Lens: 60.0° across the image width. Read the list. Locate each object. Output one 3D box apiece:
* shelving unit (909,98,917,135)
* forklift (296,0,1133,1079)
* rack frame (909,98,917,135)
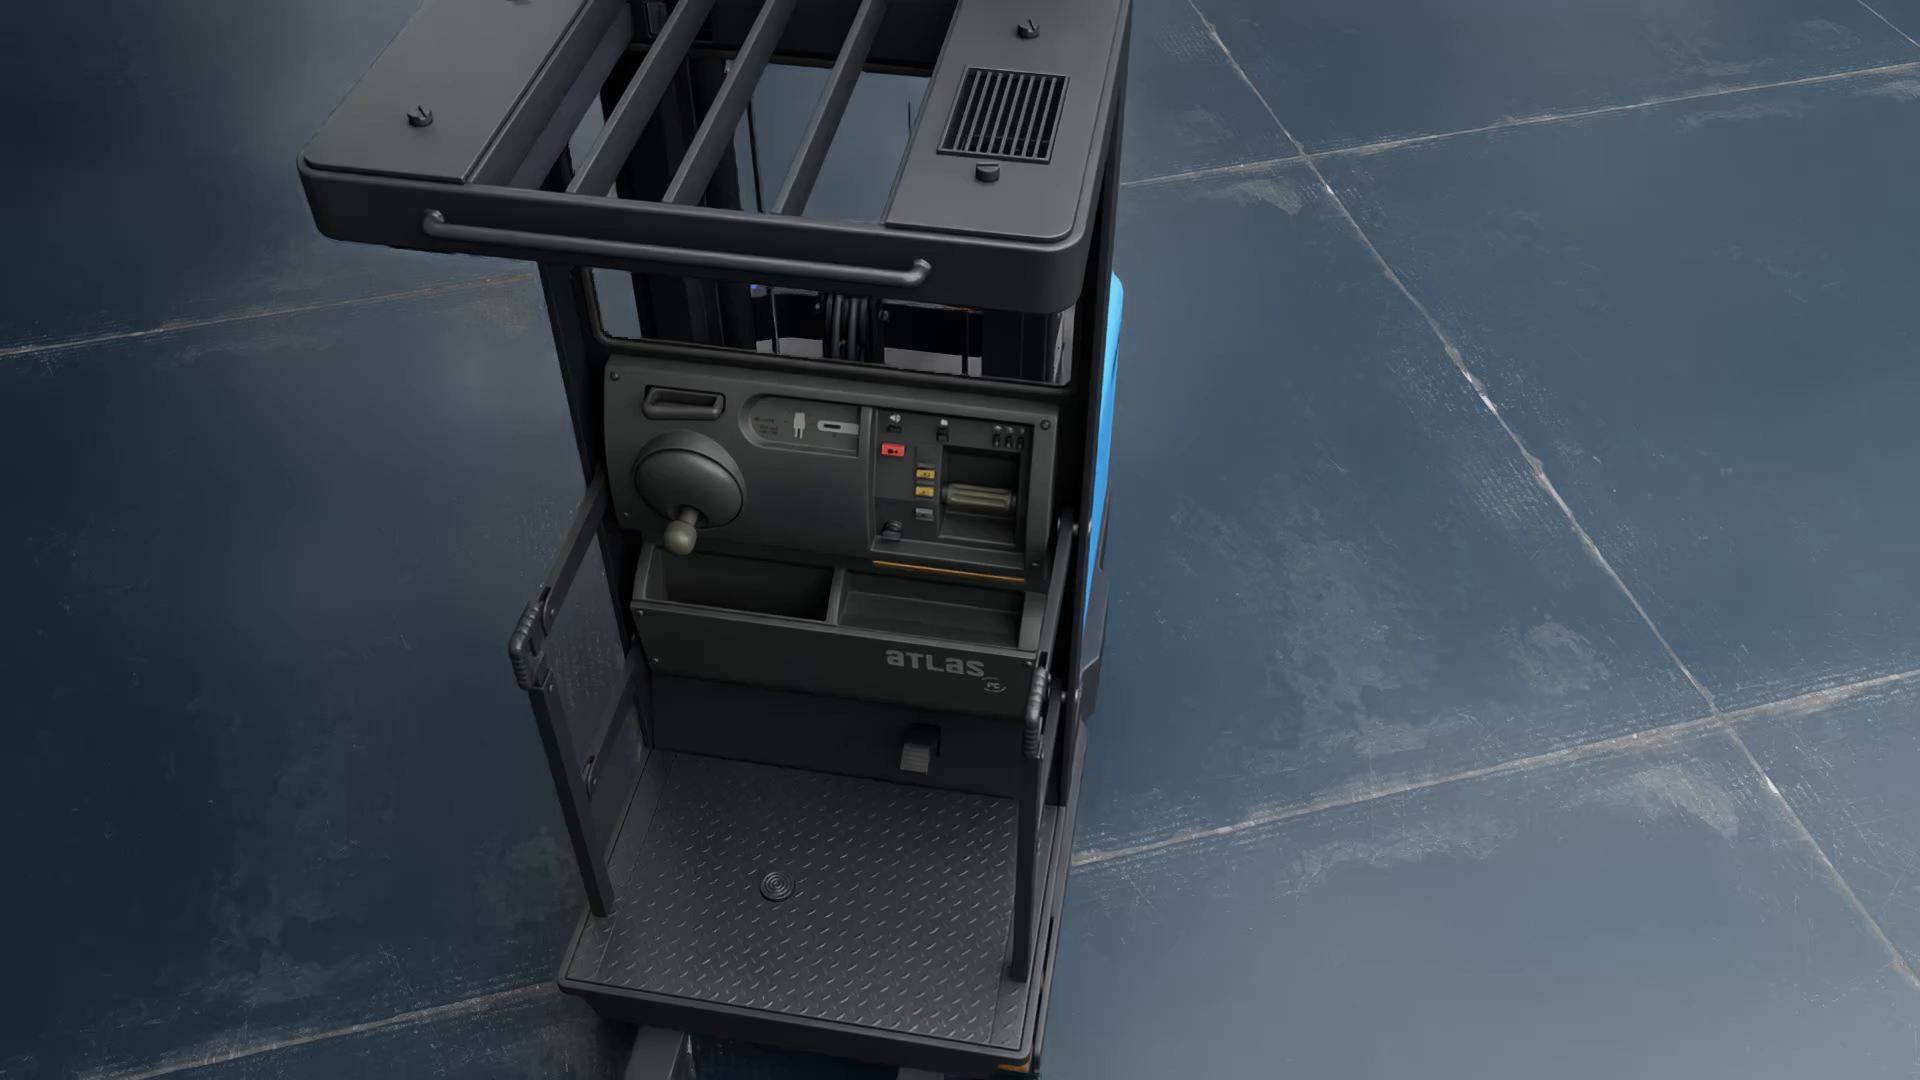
[{"bbox_3d":[0.017,-0.701,5.096,0.258,1.200,0.503,-8,46,-8],"label":"shelving unit"},{"bbox_3d":[-0.305,-0.039,3.236,1.130,2.935,3.031,7,46,7],"label":"forklift"},{"bbox_3d":[-0.030,-0.872,5.264,0.240,1.200,0.015,-8,46,-8],"label":"rack frame"}]
